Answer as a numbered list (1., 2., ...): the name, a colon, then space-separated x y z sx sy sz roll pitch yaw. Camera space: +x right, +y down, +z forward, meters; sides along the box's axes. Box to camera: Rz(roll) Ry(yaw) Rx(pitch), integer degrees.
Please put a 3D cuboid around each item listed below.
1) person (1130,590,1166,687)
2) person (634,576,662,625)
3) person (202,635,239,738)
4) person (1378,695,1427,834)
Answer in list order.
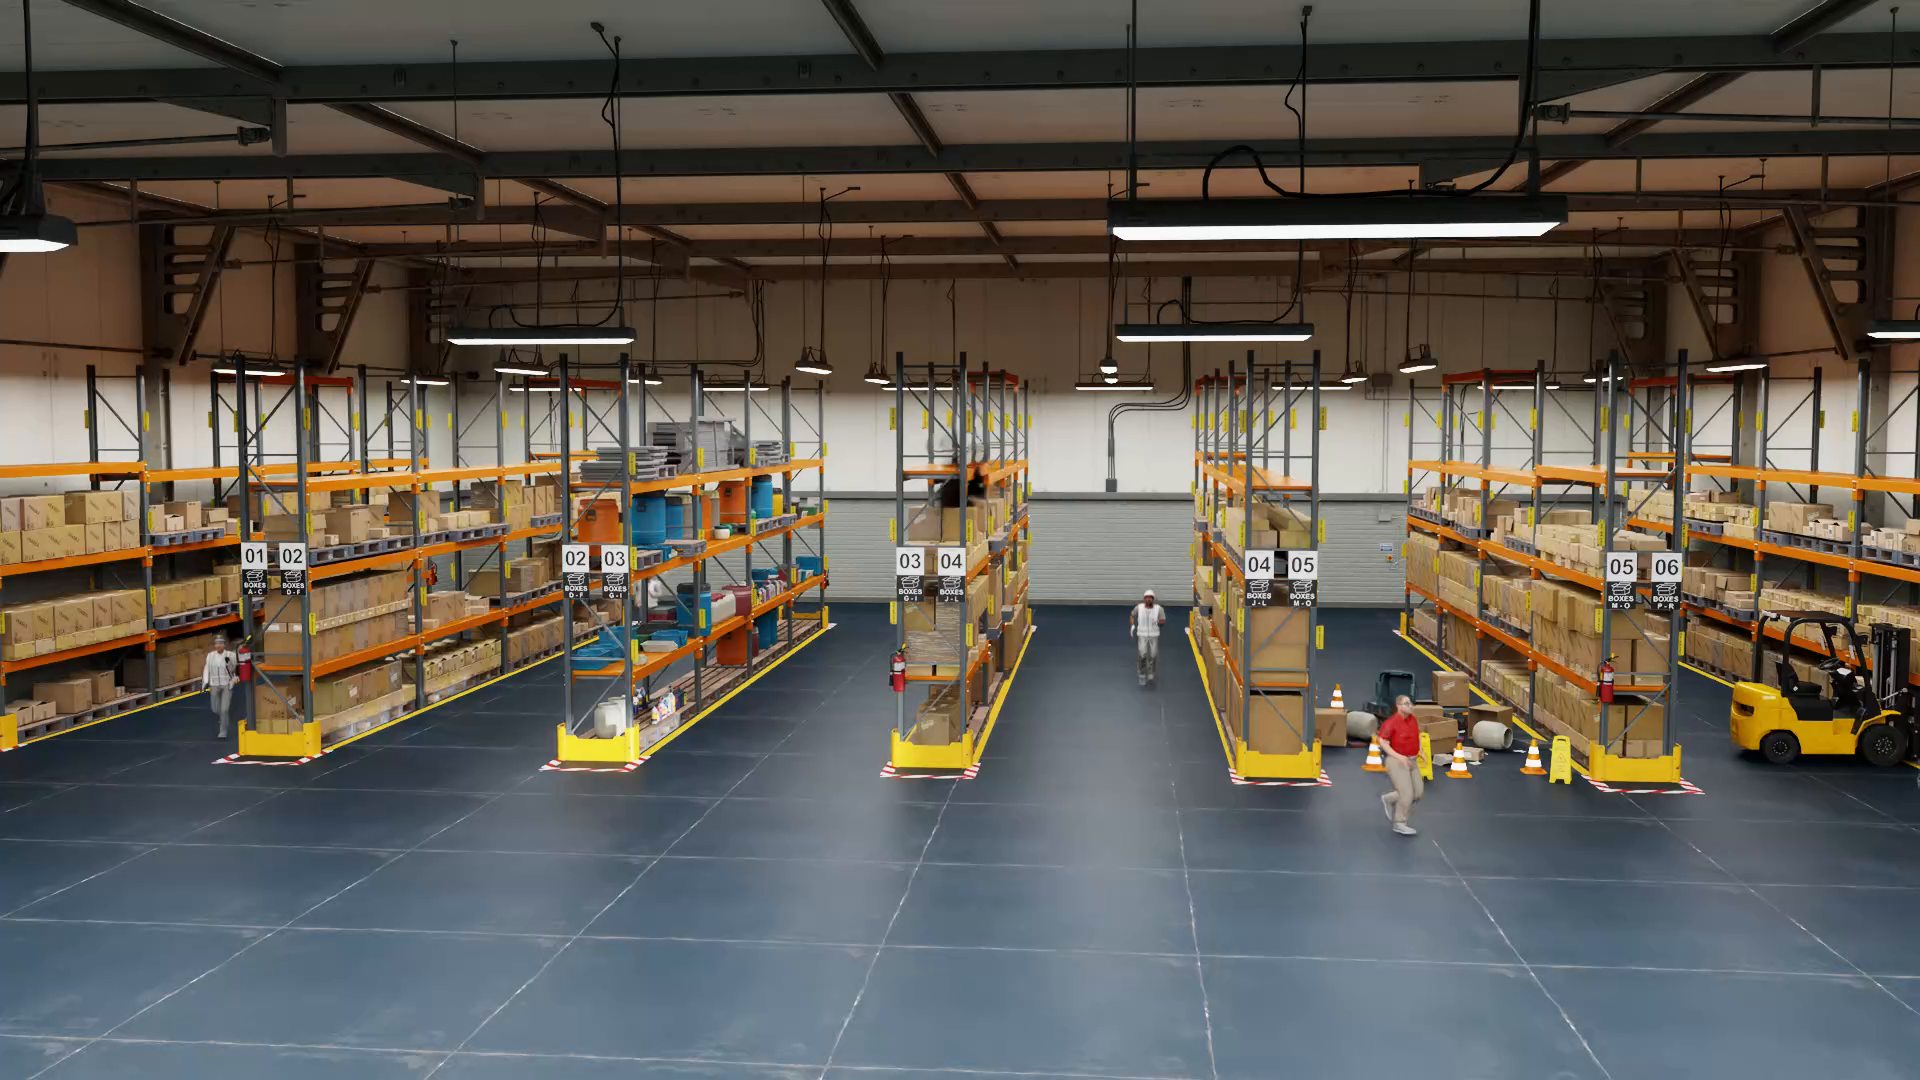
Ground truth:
1. person: 3.578 1.868 31.632 0.659 1.832 0.758 0 4 3
2. person: -6.913 1.476 36.842 0.657 1.757 0.952 0 4 -2
3. person: -11.743 2.304 26.537 0.603 1.648 0.593 -1 4 -8
4. person: 5.352 2.717 20.276 0.682 1.671 0.609 -3 5 -36
